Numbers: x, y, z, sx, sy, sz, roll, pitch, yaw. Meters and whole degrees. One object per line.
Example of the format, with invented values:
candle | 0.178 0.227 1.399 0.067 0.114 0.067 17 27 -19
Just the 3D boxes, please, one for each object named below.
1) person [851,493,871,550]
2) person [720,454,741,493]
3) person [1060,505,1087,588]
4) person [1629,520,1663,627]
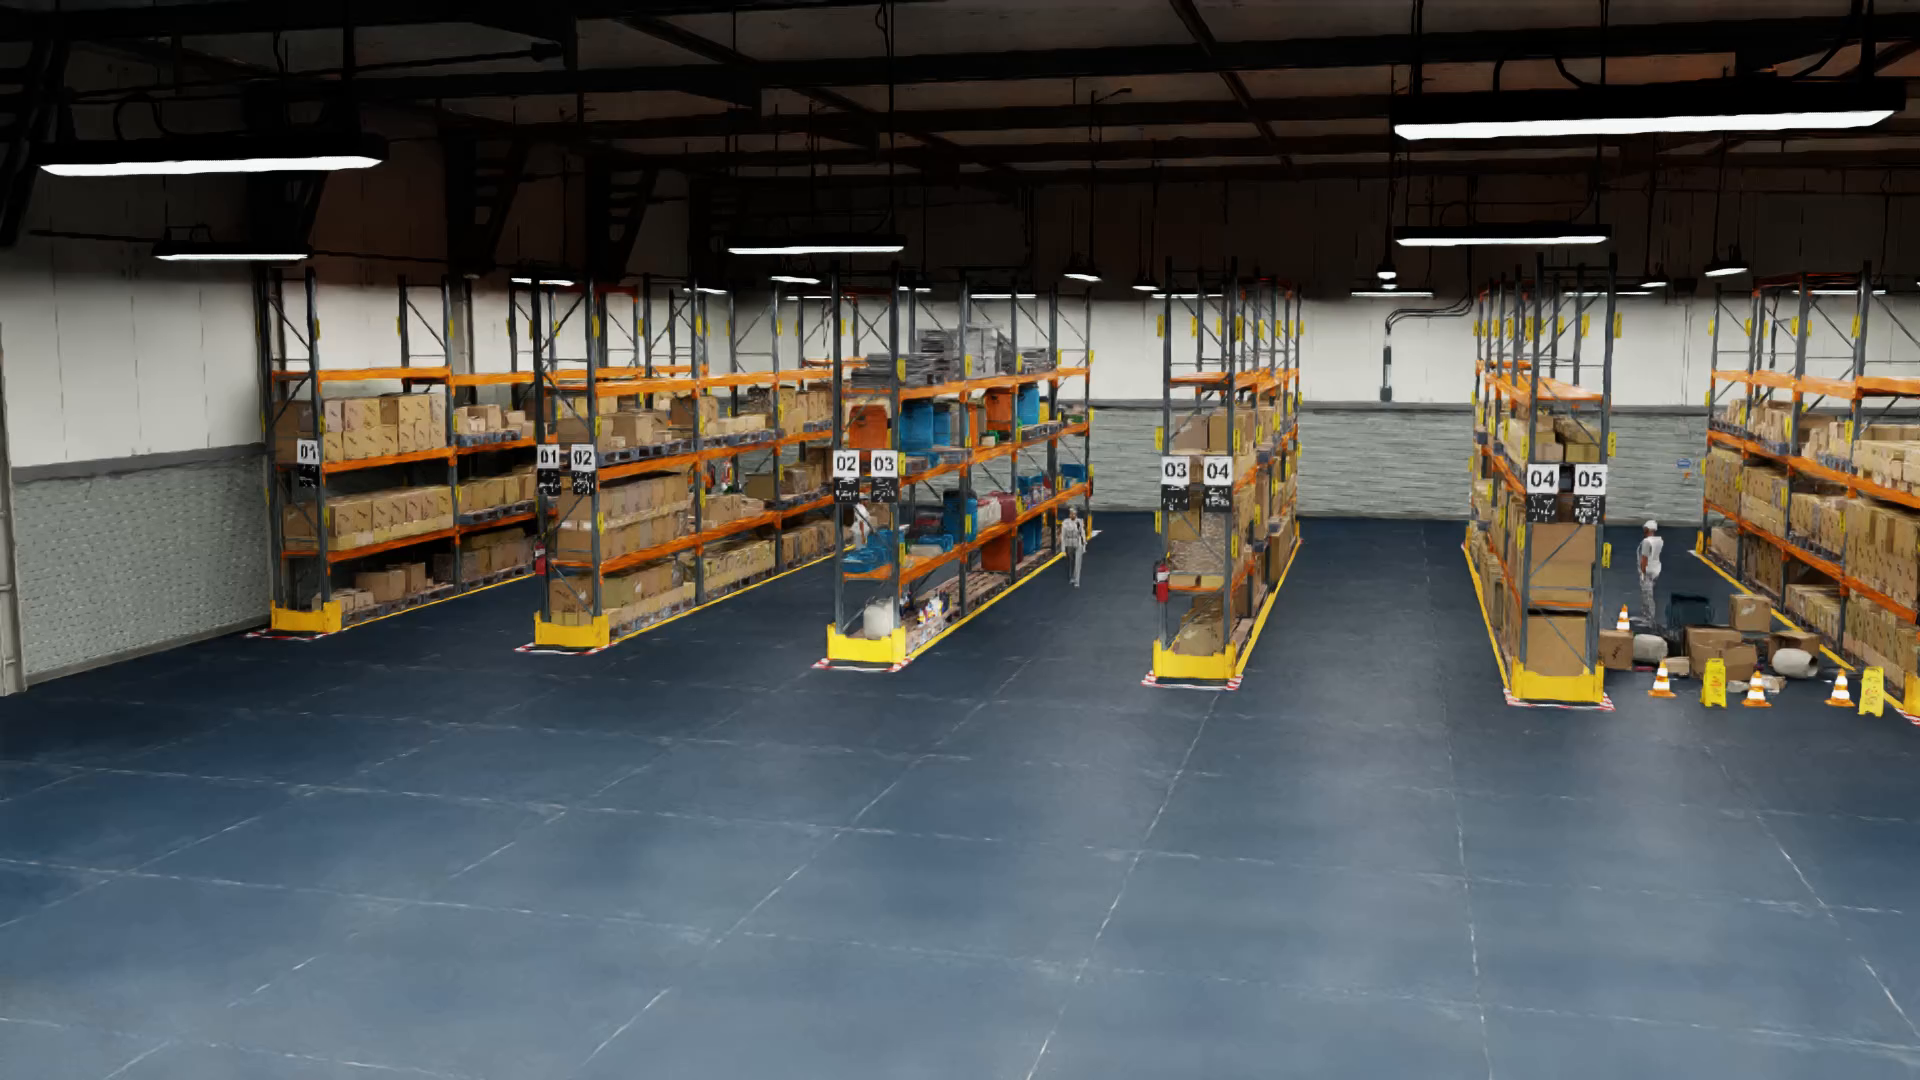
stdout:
person | -1.986 -0.123 33.845 0.463 1.673 0.577 -1 7 -11
person | -6.045 -1.491 44.117 0.710 1.785 0.532 -6 9 -37
person | 2.190 0.097 32.299 0.498 1.585 1.075 2 7 13
person | 11.573 0.542 28.097 0.498 1.784 0.614 7 10 44
